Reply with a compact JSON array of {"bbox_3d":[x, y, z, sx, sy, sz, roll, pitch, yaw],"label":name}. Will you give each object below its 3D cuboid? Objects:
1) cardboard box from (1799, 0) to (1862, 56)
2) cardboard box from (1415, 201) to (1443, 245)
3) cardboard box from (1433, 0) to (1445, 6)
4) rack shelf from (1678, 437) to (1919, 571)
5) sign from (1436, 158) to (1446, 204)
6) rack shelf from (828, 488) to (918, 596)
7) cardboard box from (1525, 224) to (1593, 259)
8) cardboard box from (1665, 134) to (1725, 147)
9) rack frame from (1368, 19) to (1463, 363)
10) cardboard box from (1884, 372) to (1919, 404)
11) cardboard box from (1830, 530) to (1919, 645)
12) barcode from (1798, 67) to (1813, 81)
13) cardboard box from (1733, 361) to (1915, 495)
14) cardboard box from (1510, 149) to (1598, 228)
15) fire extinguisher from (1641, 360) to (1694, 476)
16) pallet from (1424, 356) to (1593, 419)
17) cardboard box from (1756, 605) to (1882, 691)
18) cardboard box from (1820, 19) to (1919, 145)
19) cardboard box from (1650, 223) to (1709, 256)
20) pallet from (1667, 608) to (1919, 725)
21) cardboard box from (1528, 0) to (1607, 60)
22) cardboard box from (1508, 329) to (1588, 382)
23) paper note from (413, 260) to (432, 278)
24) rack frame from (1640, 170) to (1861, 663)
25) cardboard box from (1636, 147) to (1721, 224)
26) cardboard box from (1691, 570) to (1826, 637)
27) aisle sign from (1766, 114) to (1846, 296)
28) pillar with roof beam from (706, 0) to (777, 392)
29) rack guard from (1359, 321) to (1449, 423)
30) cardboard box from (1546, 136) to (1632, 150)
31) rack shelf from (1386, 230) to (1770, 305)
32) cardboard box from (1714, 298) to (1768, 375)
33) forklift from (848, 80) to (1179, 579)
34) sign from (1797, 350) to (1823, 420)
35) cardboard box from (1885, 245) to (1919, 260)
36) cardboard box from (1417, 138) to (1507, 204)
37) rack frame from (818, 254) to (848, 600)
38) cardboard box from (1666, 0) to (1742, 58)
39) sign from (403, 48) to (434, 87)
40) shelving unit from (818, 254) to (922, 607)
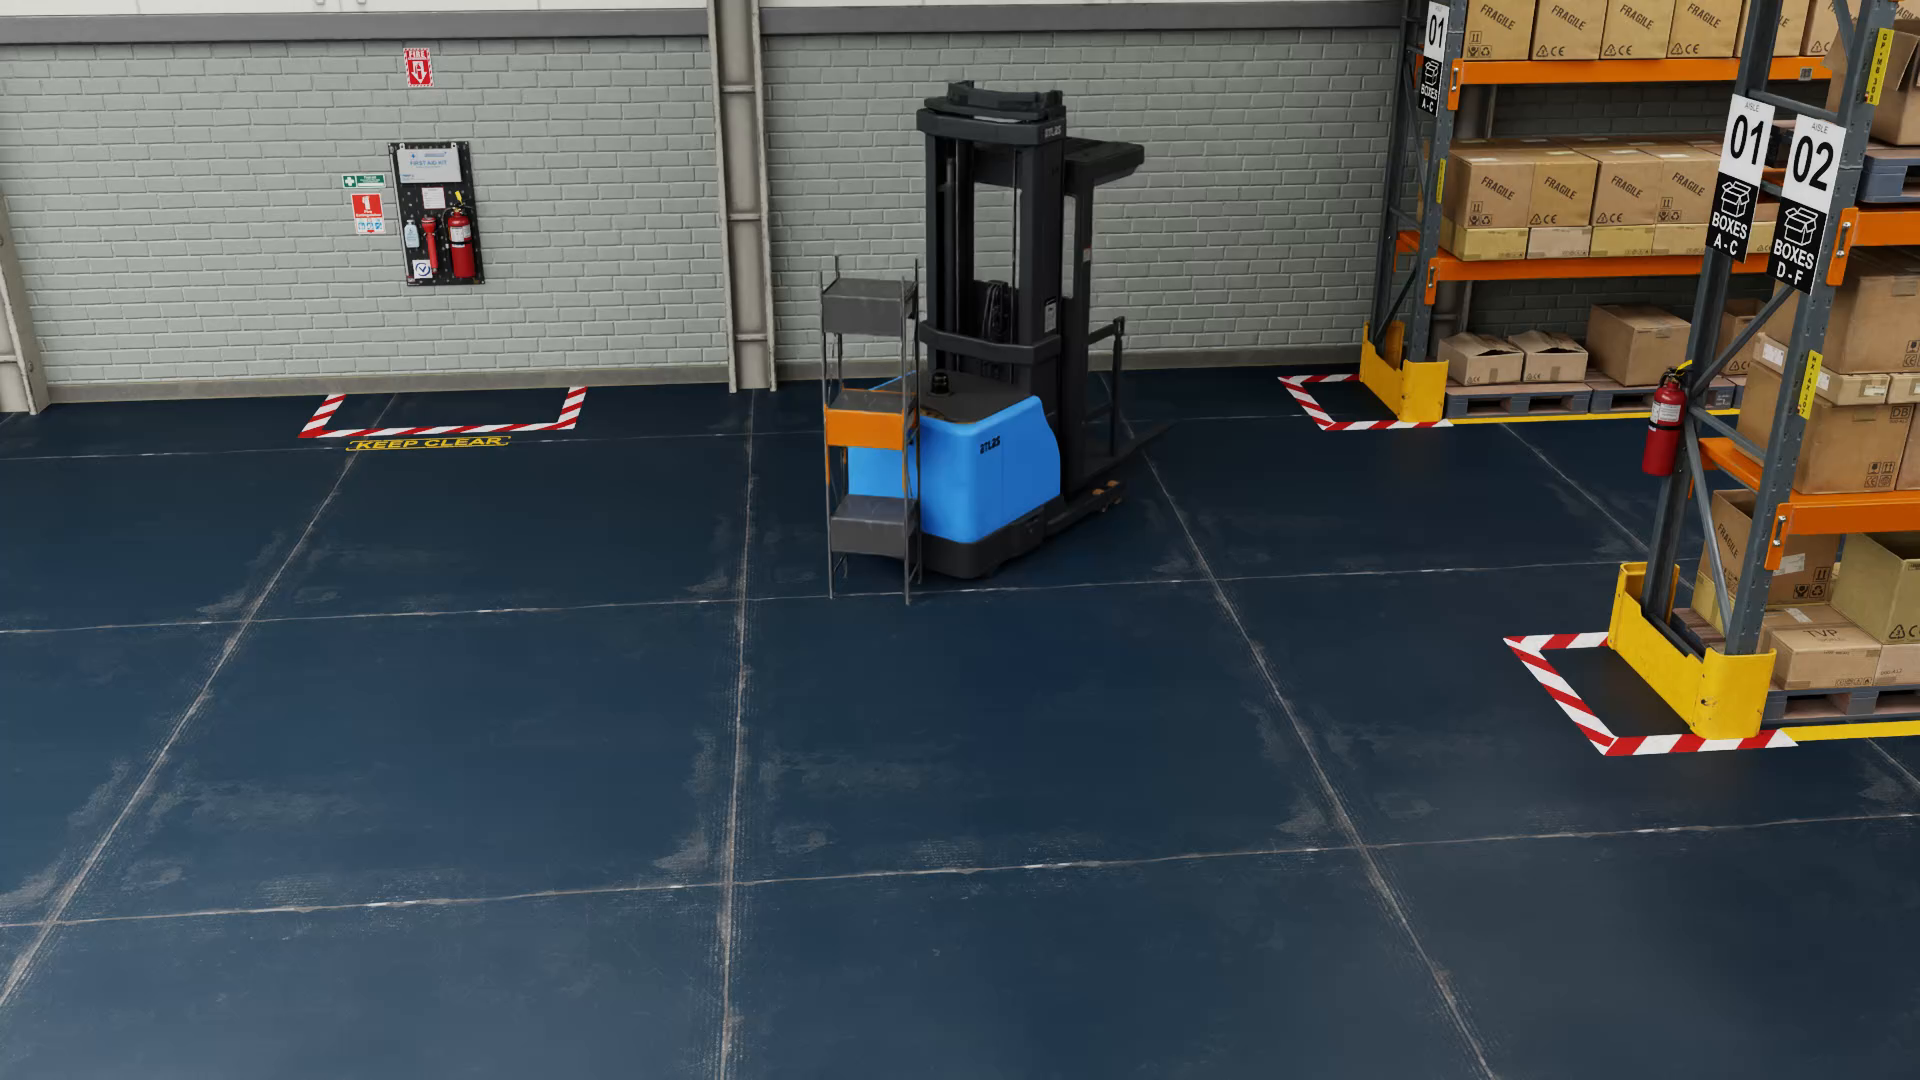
[{"bbox_3d":[6.593,-4.000,12.716,0.500,0.500,0.500,-4,24,-10],"label":"cardboard box"},{"bbox_3d":[4.041,-2.588,13.539,0.500,0.250,0.500,-2,24,-4],"label":"cardboard box"},{"bbox_3d":[3.985,-4.095,12.928,0.500,0.500,0.500,-1,24,-1],"label":"cardboard box"},{"bbox_3d":[6.076,-0.299,9.115,4.000,0.370,1.077,-2,24,-5],"label":"rack shelf"},{"bbox_3d":[3.648,-2.726,12.625,0.005,0.325,0.100,-2,24,-5],"label":"sign"},{"bbox_3d":[-0.529,0.009,10.403,0.480,0.518,0.431,5,24,10],"label":"rack shelf"},{"bbox_3d":[4.627,-2.408,13.135,0.500,0.250,0.500,-3,24,-7],"label":"cardboard box"},{"bbox_3d":[6.076,-3.022,13.592,0.500,0.500,0.500,-2,24,-4],"label":"cardboard box"},{"bbox_3d":[3.595,-2.550,13.294,0.127,3.000,1.000,-2,24,-5],"label":"rack frame"},{"bbox_3d":[4.760,-0.830,8.503,0.250,0.149,0.380,-3,24,-7],"label":"cardboard box"},{"bbox_3d":[5.139,0.222,9.003,0.500,0.500,0.500,-2,24,-5],"label":"cardboard box"},{"bbox_3d":[4.338,-2.391,8.528,0.075,0.075,0.001,-2,24,-5],"label":"barcode"},{"bbox_3d":[4.551,-0.607,8.800,0.500,0.500,0.700,-2,24,-5],"label":"cardboard box"},{"bbox_3d":[4.592,-2.747,12.973,0.500,0.500,0.500,-2,24,-5],"label":"cardboard box"},{"bbox_3d":[3.922,-0.696,9.217,0.183,0.674,0.296,-2,24,-5],"label":"fire extinguisher"},{"bbox_3d":[4.483,-1.297,13.908,1.213,0.211,1.003,-2,24,-5],"label":"pallet"},{"bbox_3d":[4.641,0.585,9.109,0.500,0.250,0.500,-2,24,-5],"label":"cardboard box"},{"bbox_3d":[4.658,-2.243,8.093,0.637,0.503,0.797,-1,24,-1],"label":"cardboard box"},{"bbox_3d":[5.638,-2.445,13.219,0.500,0.250,0.500,-2,24,-5],"label":"cardboard box"},{"bbox_3d":[4.842,0.679,9.463,1.213,0.211,1.003,-2,24,-5],"label":"pallet"},{"bbox_3d":[4.490,-3.895,12.479,0.500,0.500,0.500,-1,24,-2],"label":"cardboard box"},{"bbox_3d":[4.860,-1.536,13.782,0.500,0.311,0.500,0,24,-1],"label":"cardboard box"},{"bbox_3d":[-4.410,-2.223,13.643,0.142,0.148,0.016,-2,24,-5],"label":"paper note"},{"bbox_3d":[4.086,-0.548,8.790,0.127,3.000,1.000,-2,24,-5],"label":"rack frame"},{"bbox_3d":[5.620,-2.790,13.071,0.500,0.500,0.500,-2,24,-3],"label":"cardboard box"},{"bbox_3d":[4.590,0.376,9.580,0.500,0.250,0.500,-2,24,-5],"label":"cardboard box"},{"bbox_3d":[4.050,-1.609,7.977,0.004,0.787,0.394,-2,24,-5],"label":"aisle sign"},{"bbox_3d":[-1.341,-3.689,8.471,0.400,9.000,9.100,-2,24,-5],"label":"pillar with roof beam"},{"bbox_3d":[3.671,-1.411,13.809,0.348,0.500,1.175,-2,24,-5],"label":"rack guard"},{"bbox_3d":[5.059,-2.976,13.490,0.500,0.500,0.500,-3,24,-7],"label":"cardboard box"},{"bbox_3d":[5.585,-2.301,13.620,4.000,0.370,1.077,-2,24,-5],"label":"rack shelf"},{"bbox_3d":[6.547,-1.711,13.942,0.500,0.500,0.500,-4,24,-9],"label":"cardboard box"},{"bbox_3d":[0.525,-1.635,11.319,1.130,2.935,3.031,16,29,32],"label":"forklift"},{"bbox_3d":[4.134,-0.755,8.092,0.005,0.325,0.100,-2,24,-5],"label":"sign"},{"bbox_3d":[5.127,-1.225,8.593,0.500,0.500,0.700,-3,24,-7],"label":"cardboard box"},{"bbox_3d":[4.043,-2.938,13.404,0.500,0.500,0.500,-3,24,-6],"label":"cardboard box"},{"bbox_3d":[-0.769,-0.663,10.156,0.015,2.100,0.400,5,24,10],"label":"rack frame"},{"bbox_3d":[5.538,-3.947,12.597,0.500,0.500,0.500,-1,24,-2],"label":"cardboard box"},{"bbox_3d":[-4.245,-3.704,13.036,0.199,0.298,0.001,-2,24,-5],"label":"sign"},{"bbox_3d":[-0.529,-0.644,10.113,0.503,2.100,0.431,5,24,10],"label":"shelving unit"}]
